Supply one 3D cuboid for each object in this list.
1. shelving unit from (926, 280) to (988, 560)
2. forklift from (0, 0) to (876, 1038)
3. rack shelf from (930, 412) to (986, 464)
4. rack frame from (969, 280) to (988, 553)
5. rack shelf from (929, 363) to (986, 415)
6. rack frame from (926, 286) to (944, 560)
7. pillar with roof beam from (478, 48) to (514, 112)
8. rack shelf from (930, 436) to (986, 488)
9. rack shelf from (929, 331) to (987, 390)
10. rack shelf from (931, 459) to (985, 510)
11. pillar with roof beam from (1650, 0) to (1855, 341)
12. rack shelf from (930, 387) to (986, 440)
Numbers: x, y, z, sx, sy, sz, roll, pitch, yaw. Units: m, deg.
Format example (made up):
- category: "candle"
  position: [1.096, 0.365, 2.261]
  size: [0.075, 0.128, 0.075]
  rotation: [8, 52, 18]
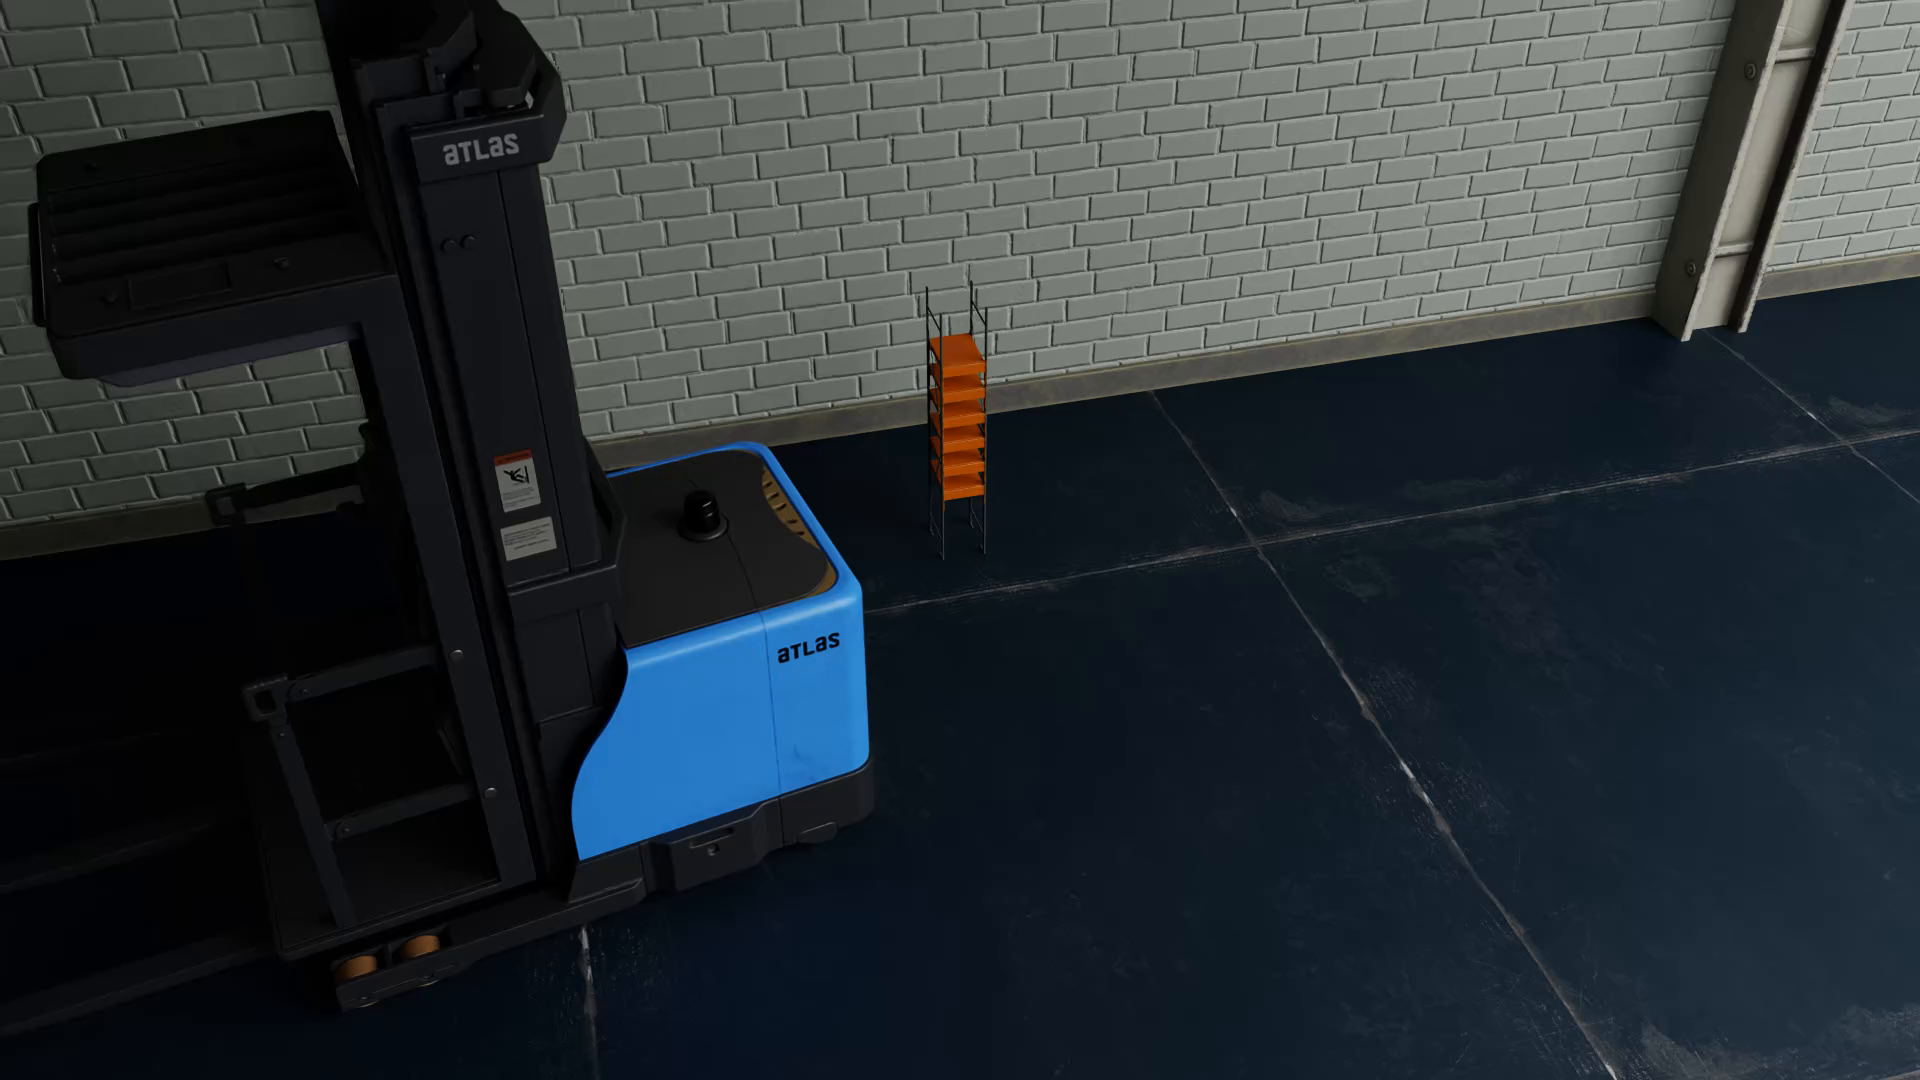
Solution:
- category: "shelving unit"
  position: [-0.014, -0.474, 6.882]
  size: [0.189, 1.200, 0.258]
  rotation: [-9, 38, -12]
- category: "forklift"
  position: [-1.859, -0.042, 4.893]
  size: [3.031, 2.935, 1.130]
  rotation: [-16, 40, -20]
- category: "rack shelf"
  position: [-0.014, -0.439, 6.909]
  size: [0.180, 0.103, 0.258]
  rotation: [-9, 38, -12]
- category: "rack frame"
  position: [0.074, -0.489, 6.901]
  size: [0.006, 1.200, 0.240]
  rotation: [-9, 38, -12]
- category: "rack shelf"
  position: [-0.014, -0.630, 6.764]
  size: [0.180, 0.103, 0.258]
  rotation: [-9, 38, -12]
- category: "rack frame"
  position: [-0.102, -0.460, 6.864]
  size: [0.006, 1.200, 0.240]
  rotation: [-9, 38, -12]
- category: "pillar with roof beam"
  position: [-0.796, -1.246, 1.473]
  size: [0.400, 9.000, 9.100]
  rotation: [-9, 38, -12]
- category: "rack shelf"
  position: [-0.014, -0.344, 6.982]
  size: [0.180, 0.103, 0.258]
  rotation: [-9, 38, -12]
- category: "rack shelf"
  position: [-0.014, -0.725, 6.691]
  size: [0.180, 0.103, 0.258]
  rotation: [-9, 38, -12]
- category: "rack shelf"
  position: [-0.014, -0.248, 7.055]
  size: [0.180, 0.103, 0.258]
  rotation: [-9, 38, -12]
- category: "pillar with roof beam"
  position: [4.997, -2.197, 2.715]
  size: [0.400, 9.000, 9.100]
  rotation: [-9, 38, -12]
- category: "rack shelf"
  position: [-0.014, -0.534, 6.837]
  size: [0.180, 0.103, 0.258]
  rotation: [-9, 38, -12]
